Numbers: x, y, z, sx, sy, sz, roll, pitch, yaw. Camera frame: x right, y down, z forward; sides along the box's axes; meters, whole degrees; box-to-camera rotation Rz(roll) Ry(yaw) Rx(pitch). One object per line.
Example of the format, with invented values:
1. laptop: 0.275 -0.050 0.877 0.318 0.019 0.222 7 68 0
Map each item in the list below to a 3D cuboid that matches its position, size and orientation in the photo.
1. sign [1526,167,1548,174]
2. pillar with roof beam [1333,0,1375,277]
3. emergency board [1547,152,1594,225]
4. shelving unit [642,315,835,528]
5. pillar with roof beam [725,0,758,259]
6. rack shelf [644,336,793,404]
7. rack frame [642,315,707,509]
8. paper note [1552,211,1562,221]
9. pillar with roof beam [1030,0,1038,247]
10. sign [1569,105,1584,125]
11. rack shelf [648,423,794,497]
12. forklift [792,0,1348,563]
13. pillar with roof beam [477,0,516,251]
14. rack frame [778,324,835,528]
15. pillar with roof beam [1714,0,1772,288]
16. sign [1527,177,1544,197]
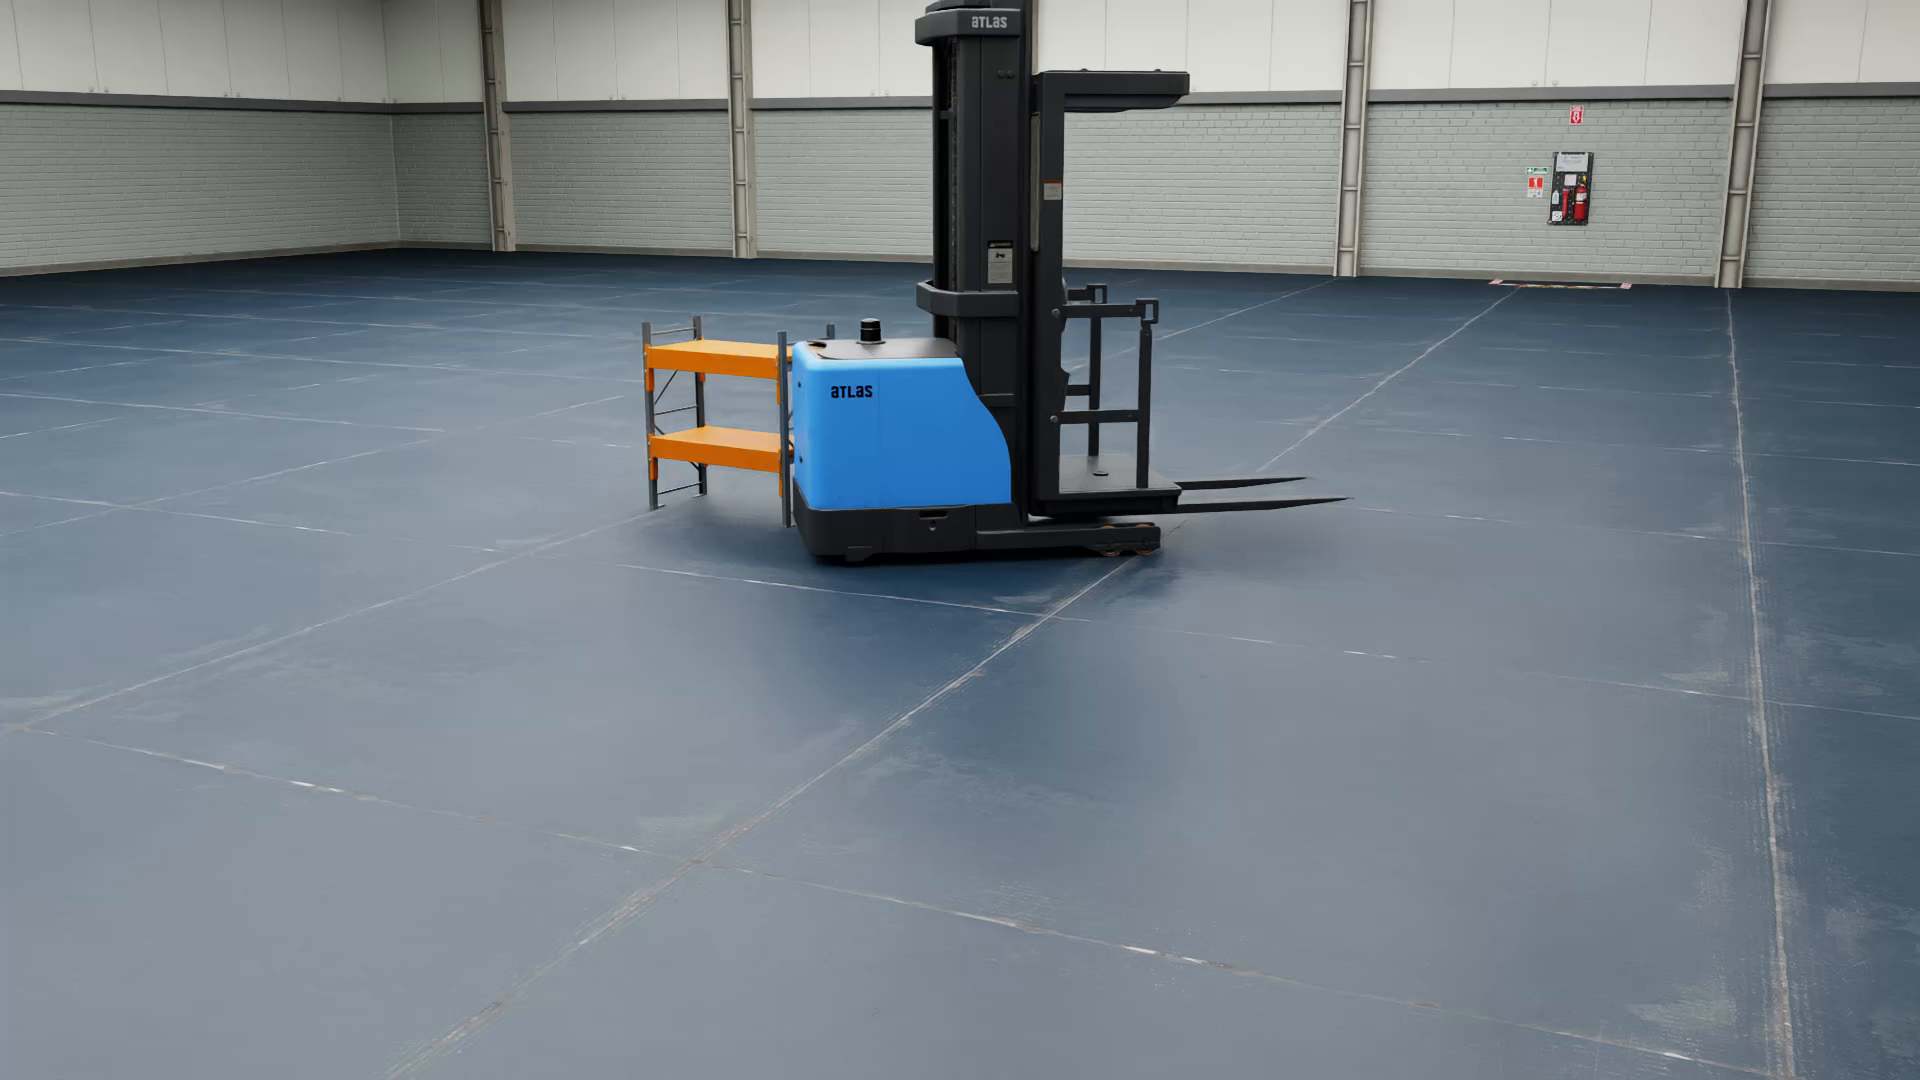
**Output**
1. sign: 9.439 -6.044 27.207 0.331 0.109 0.001 6 14 23
2. pillar with roof beam: 4.917 -8.038 23.811 0.400 9.000 9.100 6 14 23
3. emergency board: 9.902 -5.698 26.971 0.643 1.169 0.194 6 14 23
4. shelving unit: -1.306 -0.727 9.889 1.048 1.125 0.538 8 15 31
5. pillar with roof beam: -6.055 -9.148 28.543 0.400 9.000 9.100 6 14 23
6. rack shelf: -1.306 -1.012 9.823 1.000 0.278 0.538 8 15 31
7. rack frame: -1.737 -0.788 10.152 0.032 1.125 0.500 8 15 31
8. paper note: 9.768 -5.300 27.203 0.142 0.148 0.016 6 14 23
9. pillar with roof beam: -0.569 -8.593 26.177 0.400 9.000 9.100 6 14 23
10. sign: 9.935 -6.848 26.798 0.199 0.298 0.001 6 14 23
11. rack shelf: -1.306 -0.489 9.945 1.000 0.278 0.538 8 15 31
12. forklift: 0.618 -1.454 9.034 3.031 2.935 1.130 -2 13 -10
13. pillar with roof beam: -11.541 -9.703 30.909 0.400 9.000 9.100 6 14 23
14. rack frame: -0.876 -0.665 9.627 0.032 1.125 0.500 8 15 31
15. pillar with roof beam: 10.403 -7.483 21.445 0.400 9.000 9.100 6 14 23
16. sign: 9.439 -5.788 27.277 0.234 0.329 0.001 6 14 23
